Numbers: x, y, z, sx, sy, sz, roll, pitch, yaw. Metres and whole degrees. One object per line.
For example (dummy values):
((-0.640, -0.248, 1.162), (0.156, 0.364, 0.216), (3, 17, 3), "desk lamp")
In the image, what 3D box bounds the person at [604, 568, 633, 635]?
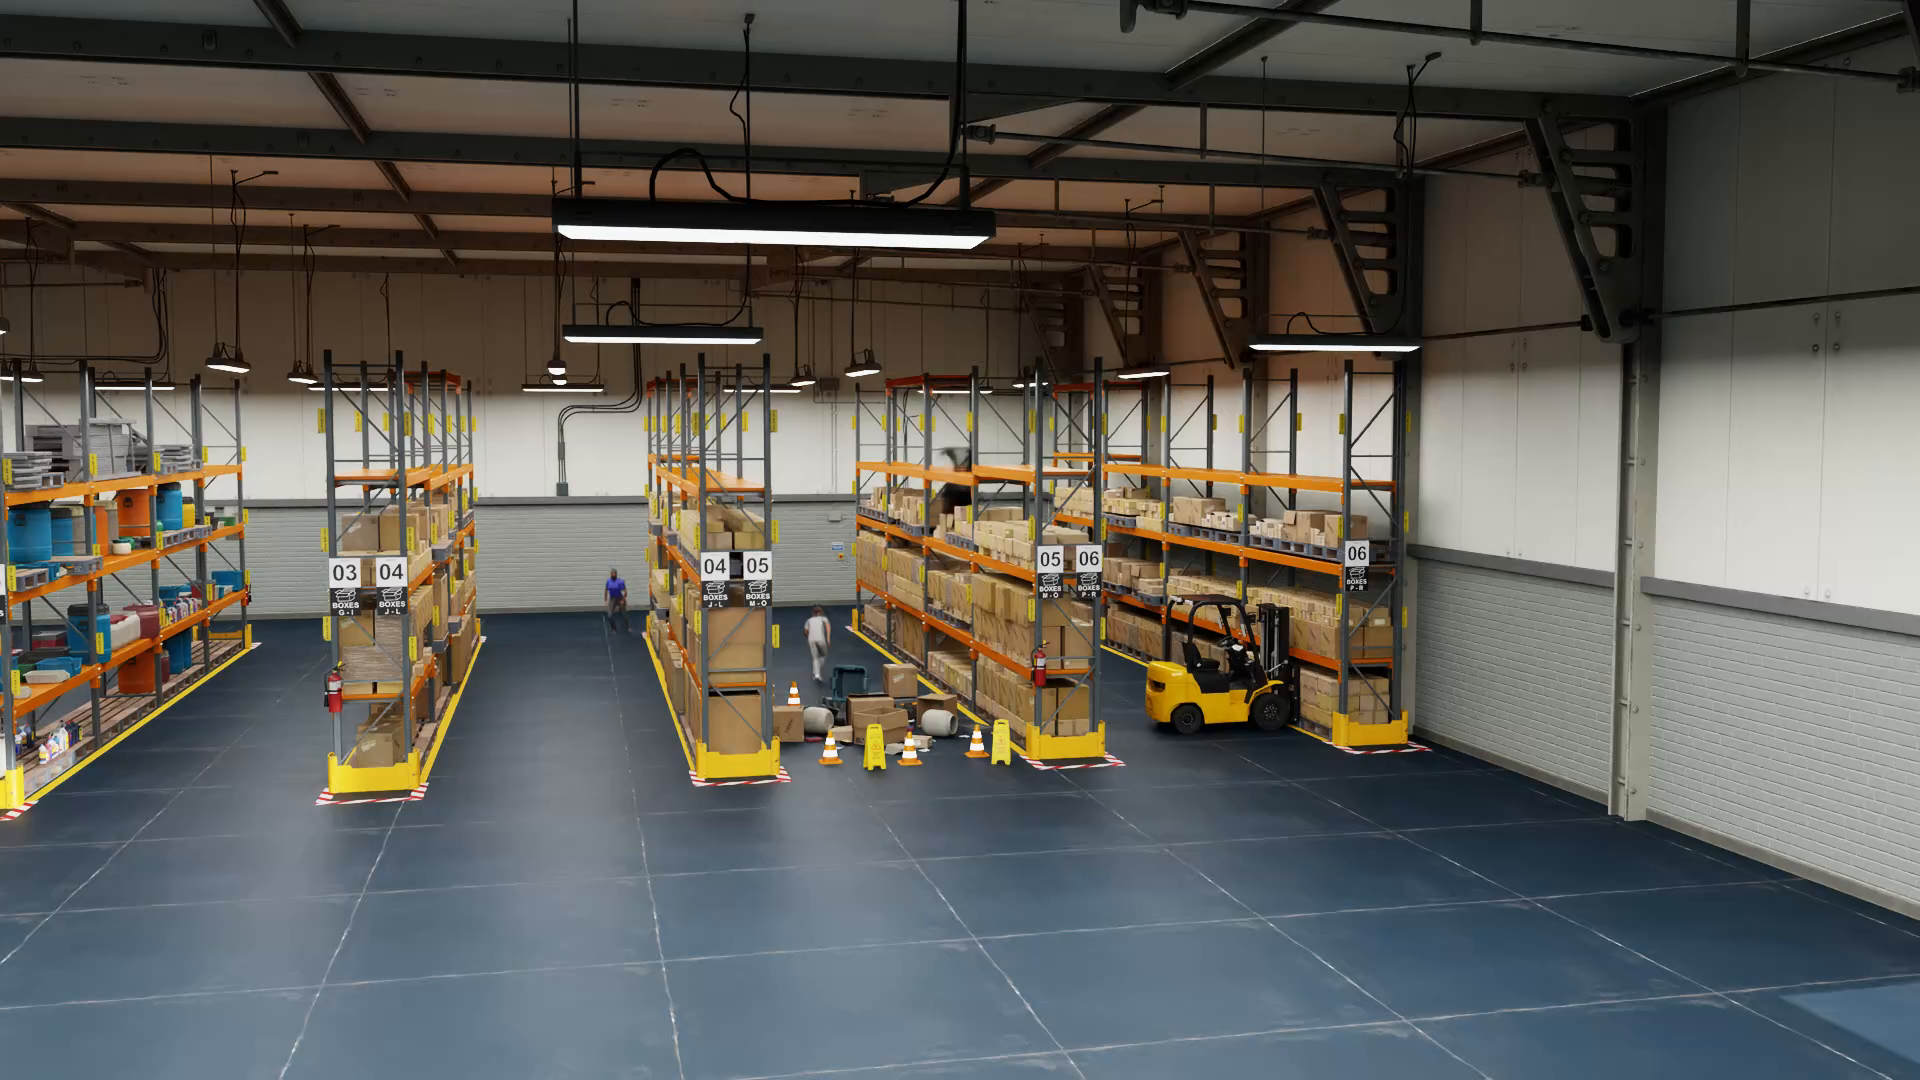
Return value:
((-8.176, 1.465, 39.738), (0.637, 1.615, 0.615), (0, 4, 5), "person")

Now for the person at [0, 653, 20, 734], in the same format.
((-15.043, 2.340, 26.011), (0.628, 1.722, 0.748), (-4, 5, -42), "person")

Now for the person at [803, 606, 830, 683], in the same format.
((-2.781, 2.052, 32.038), (0.547, 1.472, 1.088), (0, 4, 3), "person")
